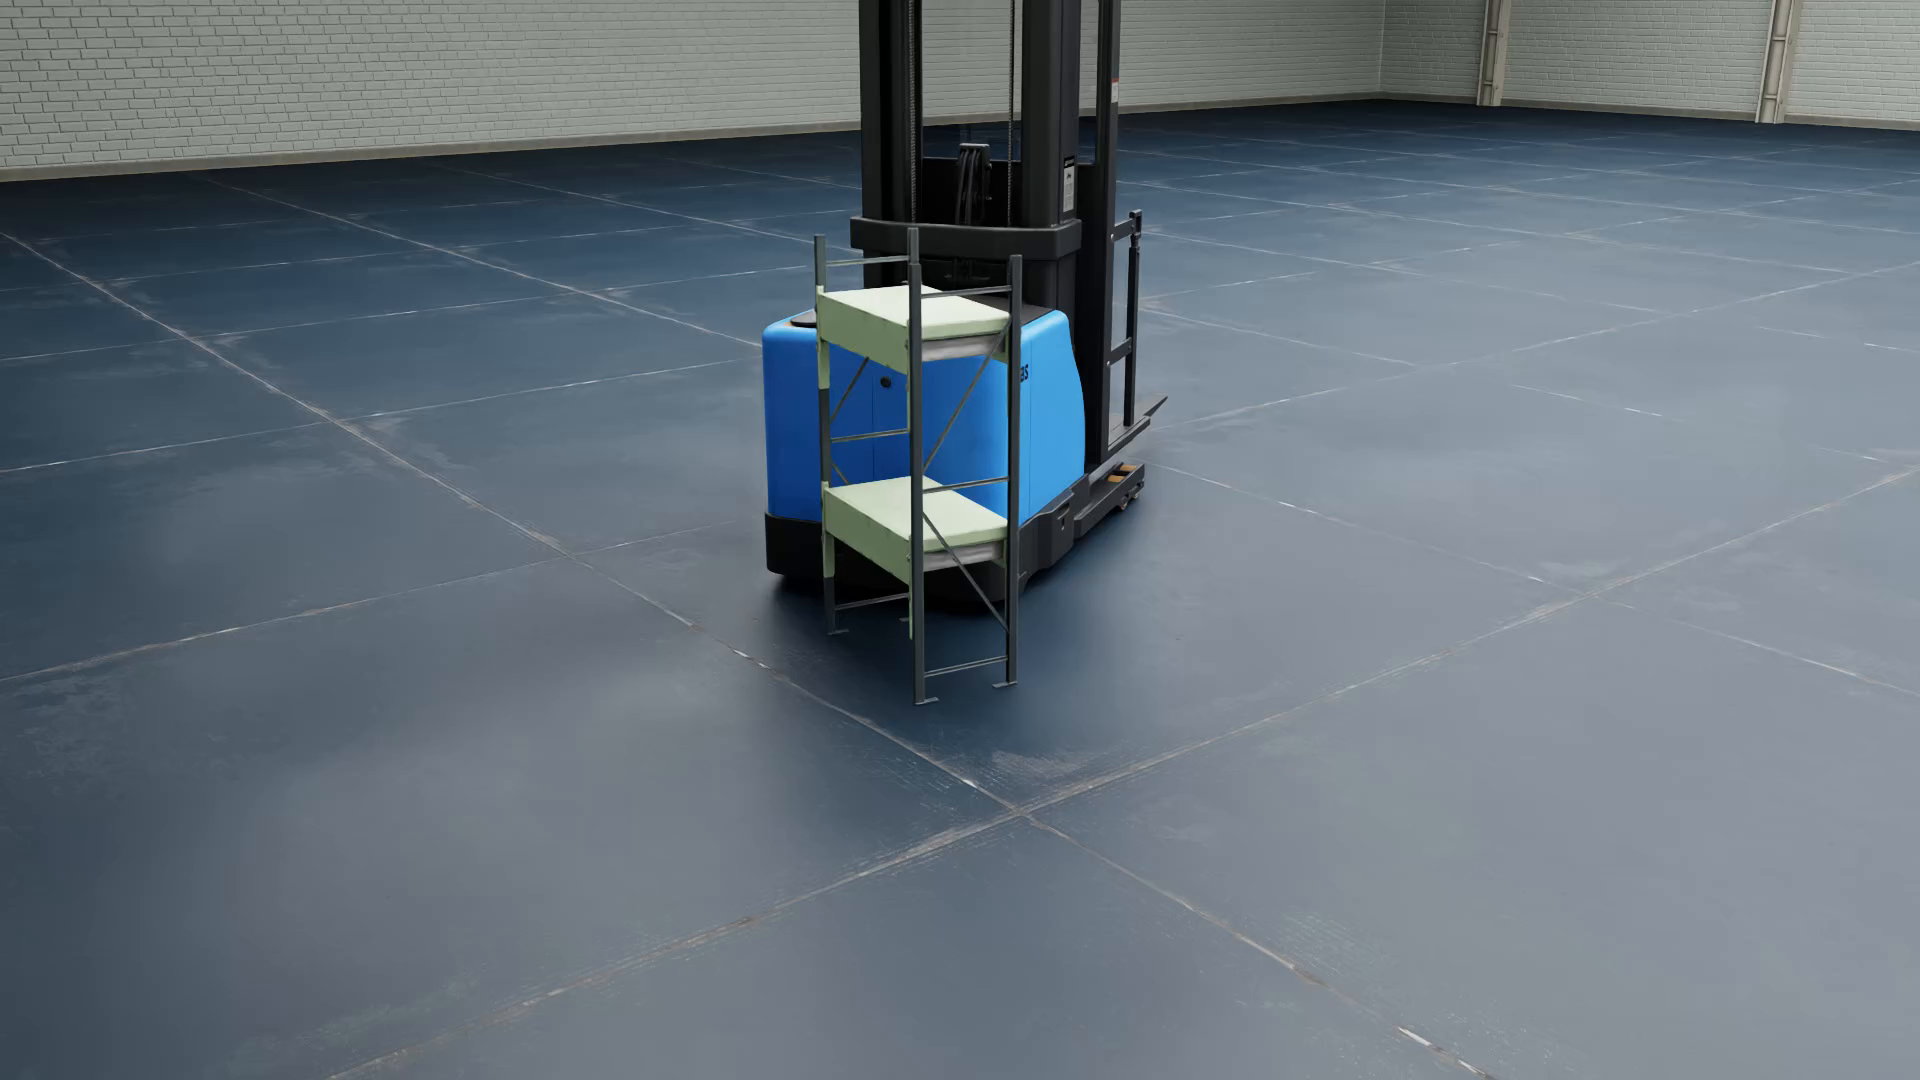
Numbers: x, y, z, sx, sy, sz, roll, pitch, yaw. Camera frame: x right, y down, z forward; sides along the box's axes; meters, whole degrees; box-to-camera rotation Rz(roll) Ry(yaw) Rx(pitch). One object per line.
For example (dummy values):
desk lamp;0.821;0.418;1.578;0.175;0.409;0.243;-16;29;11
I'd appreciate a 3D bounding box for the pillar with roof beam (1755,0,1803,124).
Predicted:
pillar with roof beam;11.455;-11.081;26.512;9.100;9.000;0.400;-14;23;-36

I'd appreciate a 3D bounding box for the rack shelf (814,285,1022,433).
rack shelf;-0.155;-0.650;5.698;0.431;0.370;0.720;-10;21;-27

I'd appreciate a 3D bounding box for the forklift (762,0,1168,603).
forklift;0.239;-1.574;7.453;1.130;2.935;3.031;7;20;21

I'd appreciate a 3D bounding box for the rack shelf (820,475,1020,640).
rack shelf;-0.155;0.030;5.923;0.431;0.370;0.720;-10;21;-27

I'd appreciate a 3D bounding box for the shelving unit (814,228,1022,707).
shelving unit;-0.155;-0.280;5.821;0.431;1.500;0.755;-10;21;-27

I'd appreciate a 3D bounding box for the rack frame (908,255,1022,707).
rack frame;0.020;-0.178;5.516;0.400;1.500;0.023;-10;21;-27

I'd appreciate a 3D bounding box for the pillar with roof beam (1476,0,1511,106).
pillar with roof beam;7.729;-12.560;30.977;9.100;9.000;0.400;-14;23;-36

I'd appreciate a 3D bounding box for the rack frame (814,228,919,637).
rack frame;-0.330;-0.381;6.126;0.400;1.500;0.023;-10;21;-27
